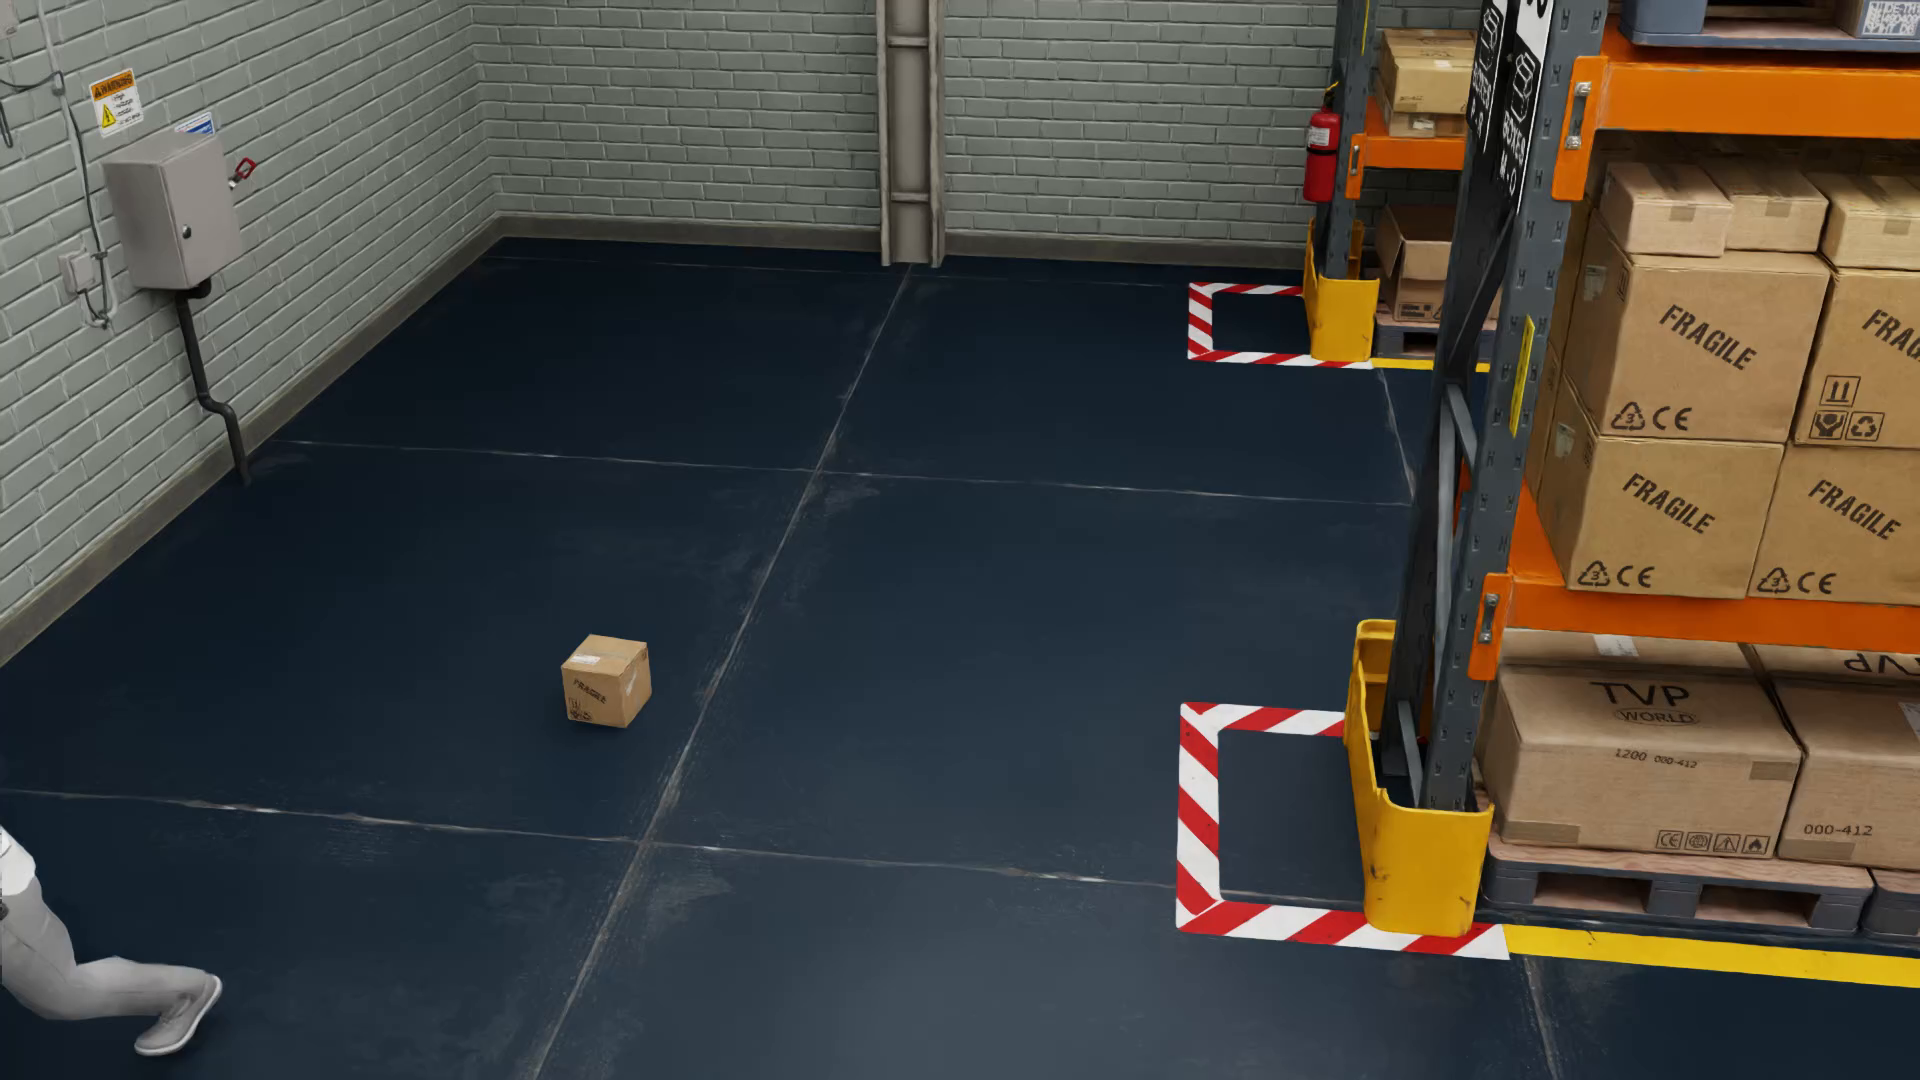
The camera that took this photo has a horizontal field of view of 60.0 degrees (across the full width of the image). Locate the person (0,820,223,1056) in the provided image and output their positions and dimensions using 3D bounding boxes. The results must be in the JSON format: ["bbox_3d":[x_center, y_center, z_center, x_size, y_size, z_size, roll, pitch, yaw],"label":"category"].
[{"bbox_3d":[-2.615,0.914,4.407,0.469,1.637,1.016,21,35,34],"label":"person"}]
